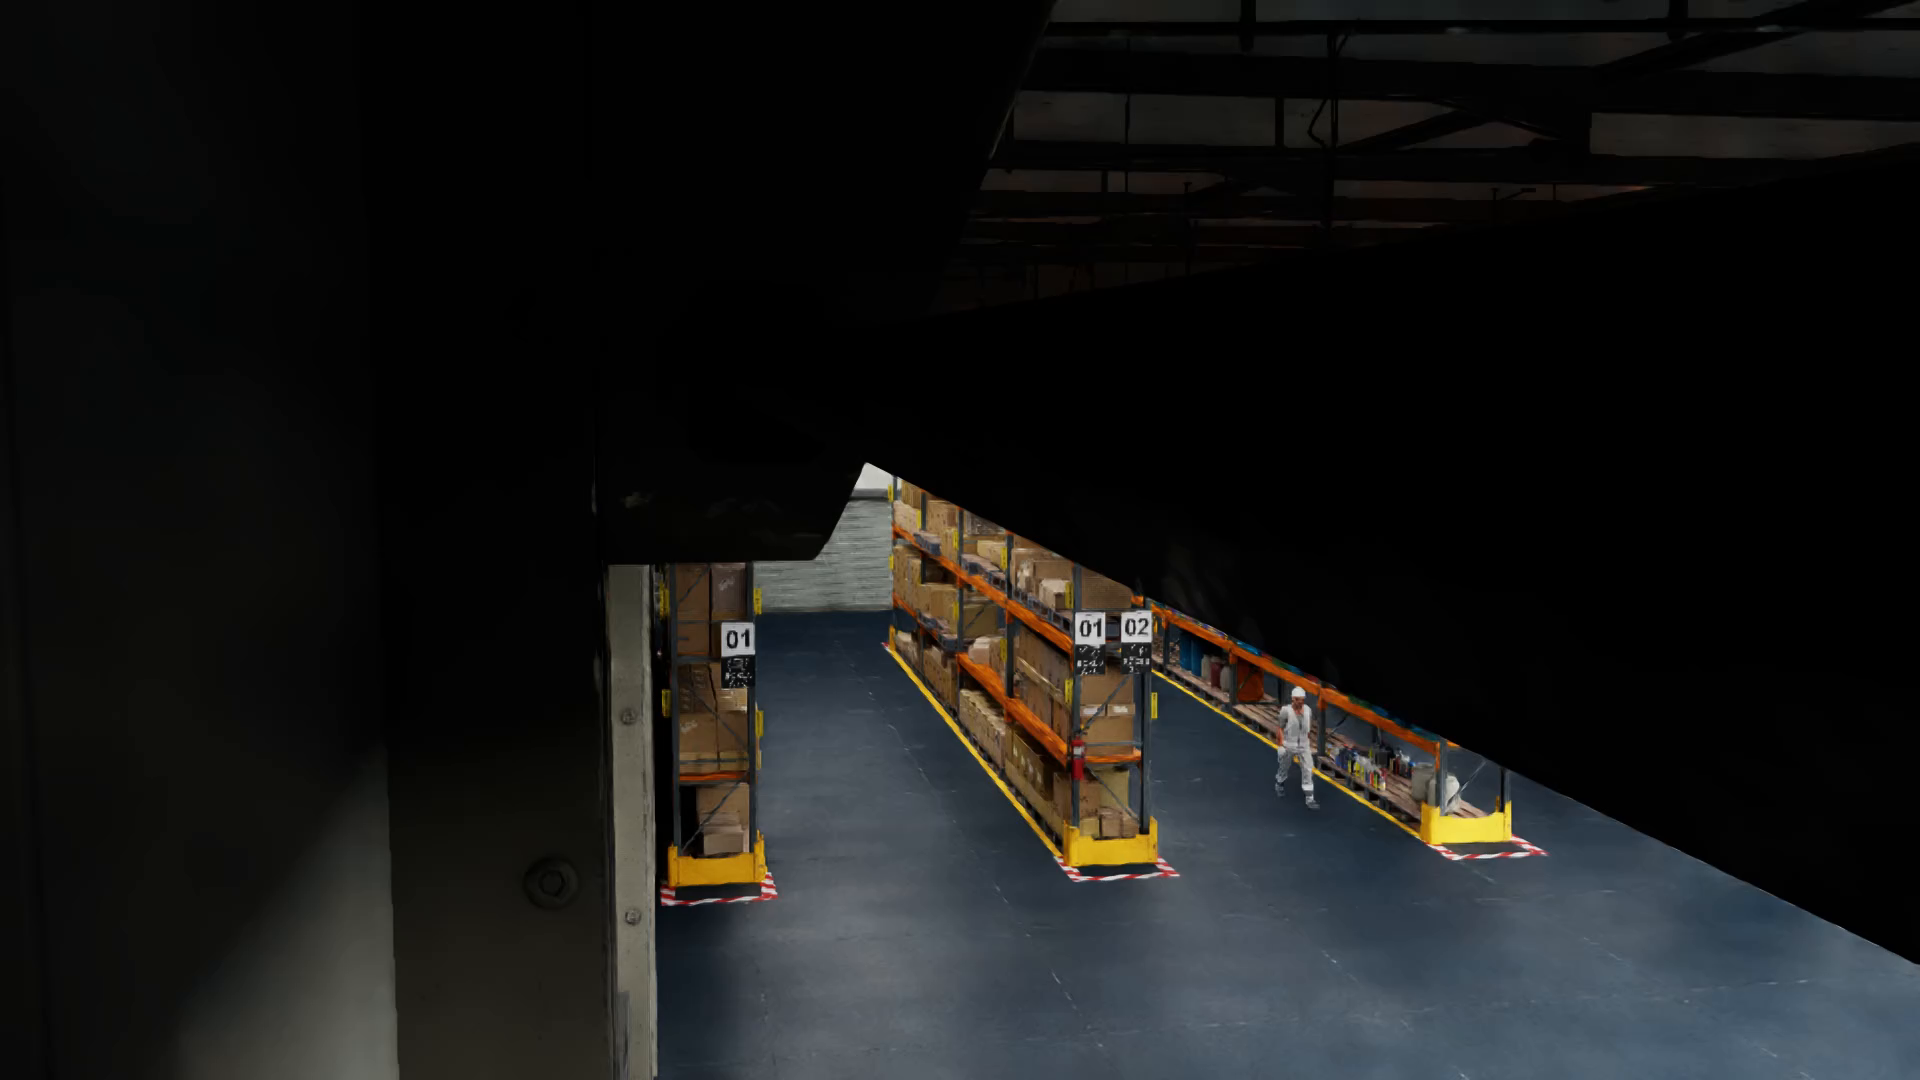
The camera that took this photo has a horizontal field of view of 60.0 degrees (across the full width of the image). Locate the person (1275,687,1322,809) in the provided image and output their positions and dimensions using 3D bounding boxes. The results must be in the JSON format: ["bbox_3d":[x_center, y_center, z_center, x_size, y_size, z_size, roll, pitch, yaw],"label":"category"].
[{"bbox_3d":[4.770,2.917,23.611,0.553,1.709,1.123,-1,6,-8],"label":"person"}]
